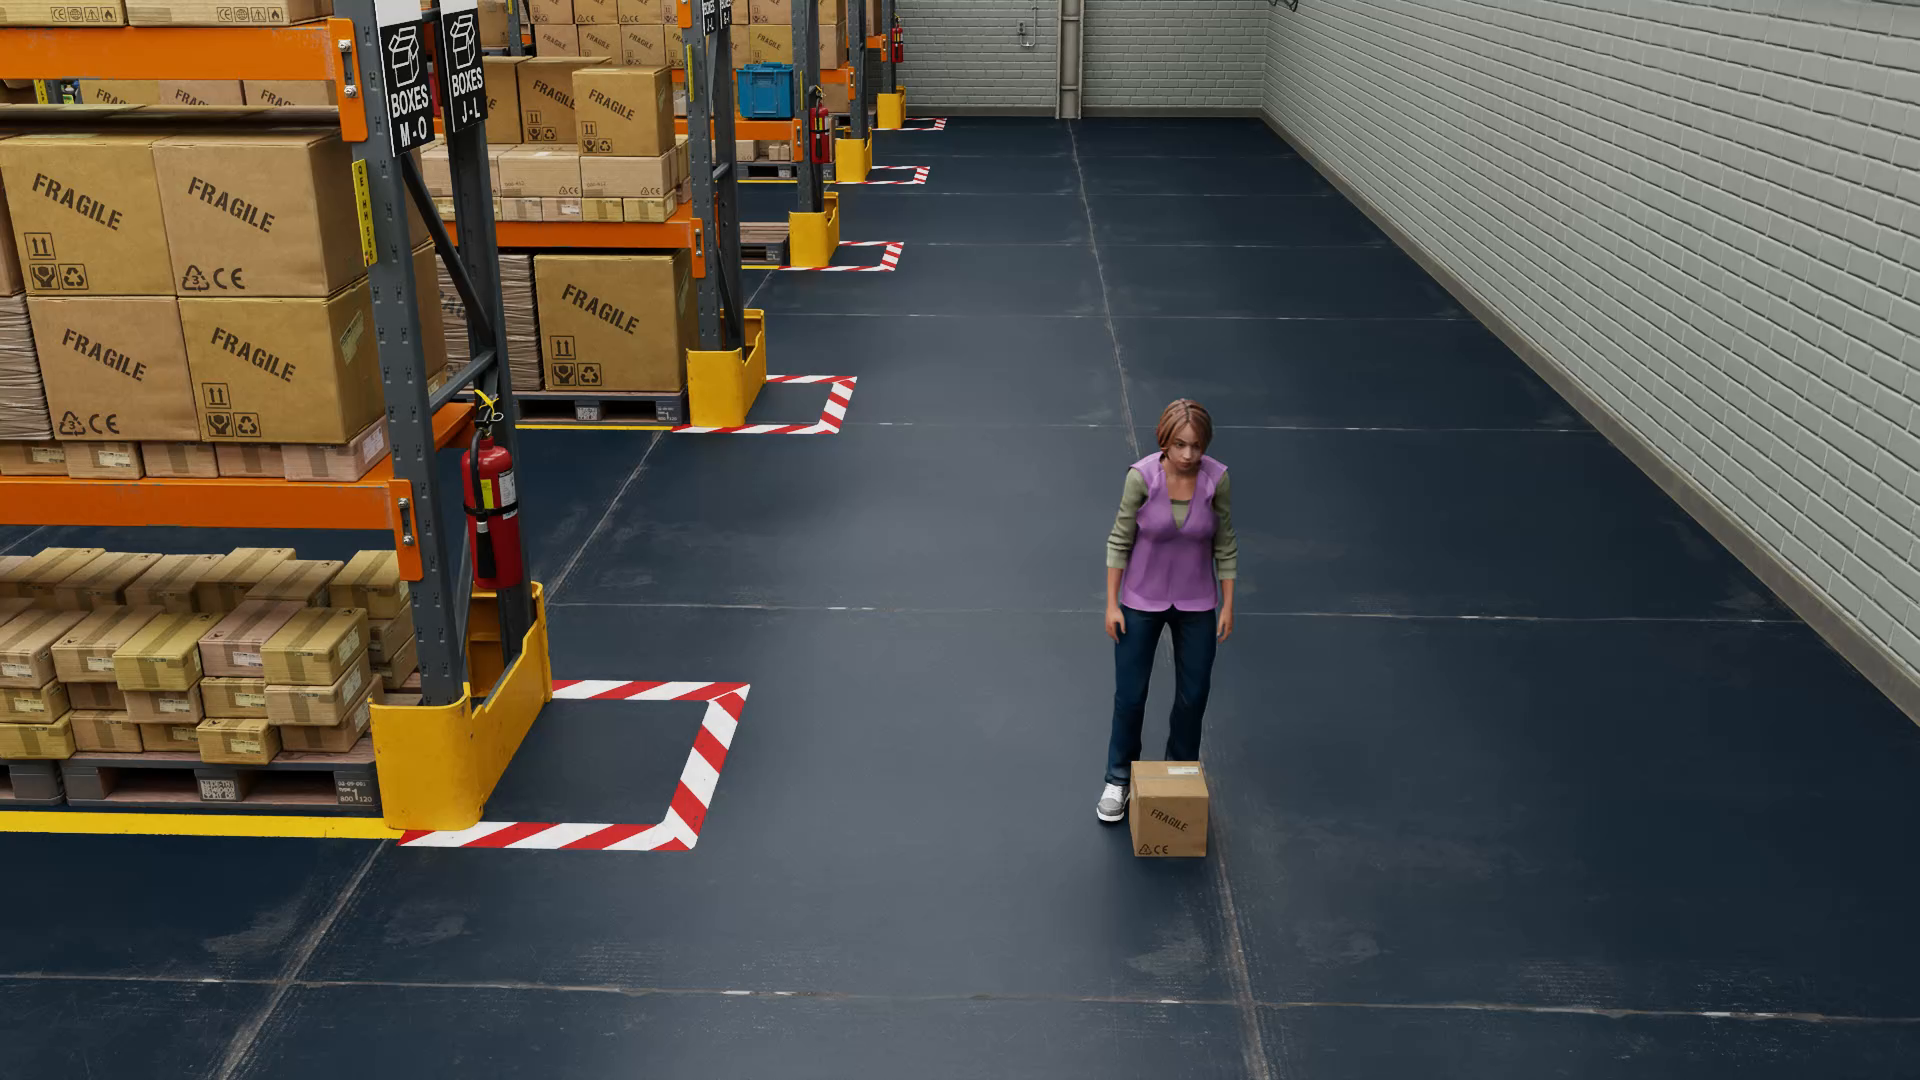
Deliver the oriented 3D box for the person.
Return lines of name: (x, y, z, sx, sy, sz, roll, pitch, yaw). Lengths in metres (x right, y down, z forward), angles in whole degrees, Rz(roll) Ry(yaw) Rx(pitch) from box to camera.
person: (0.747, 0.256, 5.949, 0.476, 1.581, 0.348, 0, 21, 0)
